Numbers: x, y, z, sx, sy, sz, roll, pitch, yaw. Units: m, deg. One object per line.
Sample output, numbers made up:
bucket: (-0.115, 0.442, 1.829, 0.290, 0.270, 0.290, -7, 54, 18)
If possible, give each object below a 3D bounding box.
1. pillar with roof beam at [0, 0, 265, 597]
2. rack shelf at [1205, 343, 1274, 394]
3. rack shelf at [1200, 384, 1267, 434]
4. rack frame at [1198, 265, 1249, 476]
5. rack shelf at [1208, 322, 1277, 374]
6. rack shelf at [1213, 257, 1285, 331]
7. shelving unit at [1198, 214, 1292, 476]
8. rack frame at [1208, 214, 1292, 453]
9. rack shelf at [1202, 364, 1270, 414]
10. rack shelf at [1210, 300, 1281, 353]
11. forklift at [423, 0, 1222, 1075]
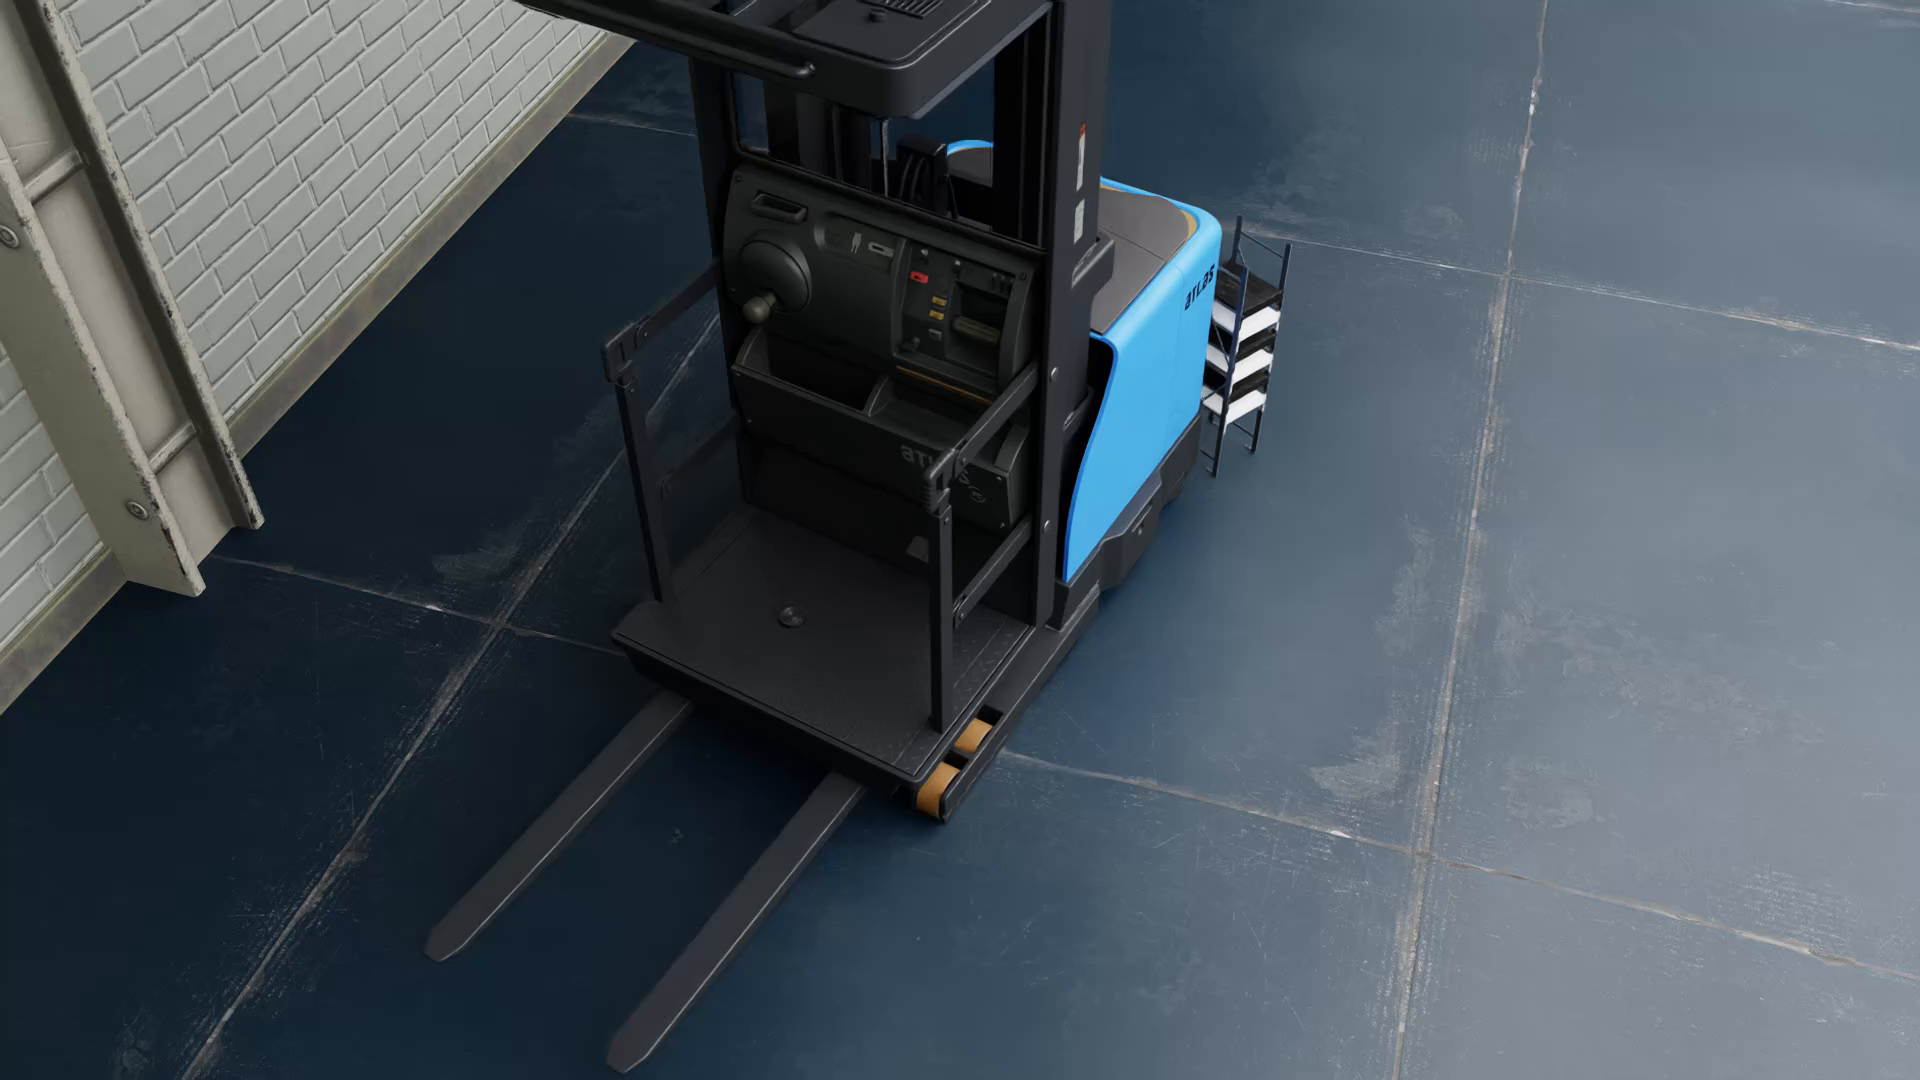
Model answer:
pillar with roof beam: (1.466, -2.277, 1.643, 9.100, 9.000, 0.400, 13, 46, 13)
rack shelf: (0.929, -0.639, 5.806, 0.200, 0.077, 0.258, -29, 52, -27)
rack shelf: (0.928, -0.509, 5.931, 0.200, 0.077, 0.258, -29, 52, -27)
rack frame: (0.850, -0.618, 5.736, 0.006, 0.900, 0.240, -29, 52, -27)
rack shelf: (0.929, -0.703, 5.743, 0.200, 0.077, 0.258, -29, 52, -27)
rack shelf: (0.931, -0.833, 5.618, 0.200, 0.077, 0.258, -29, 52, -27)
shelving unit: (0.929, -0.663, 5.782, 0.210, 0.900, 0.258, -29, 52, -27)
rack frame: (1.008, -0.707, 5.829, 0.006, 0.900, 0.240, -29, 52, -27)
rack shelf: (0.928, -0.574, 5.868, 0.200, 0.077, 0.258, -29, 52, -27)
rack shelf: (0.930, -0.768, 5.680, 0.200, 0.077, 0.258, -29, 52, -27)
forklift: (-0.340, -0.602, 4.270, 1.130, 2.935, 3.031, 23, 49, 21)
